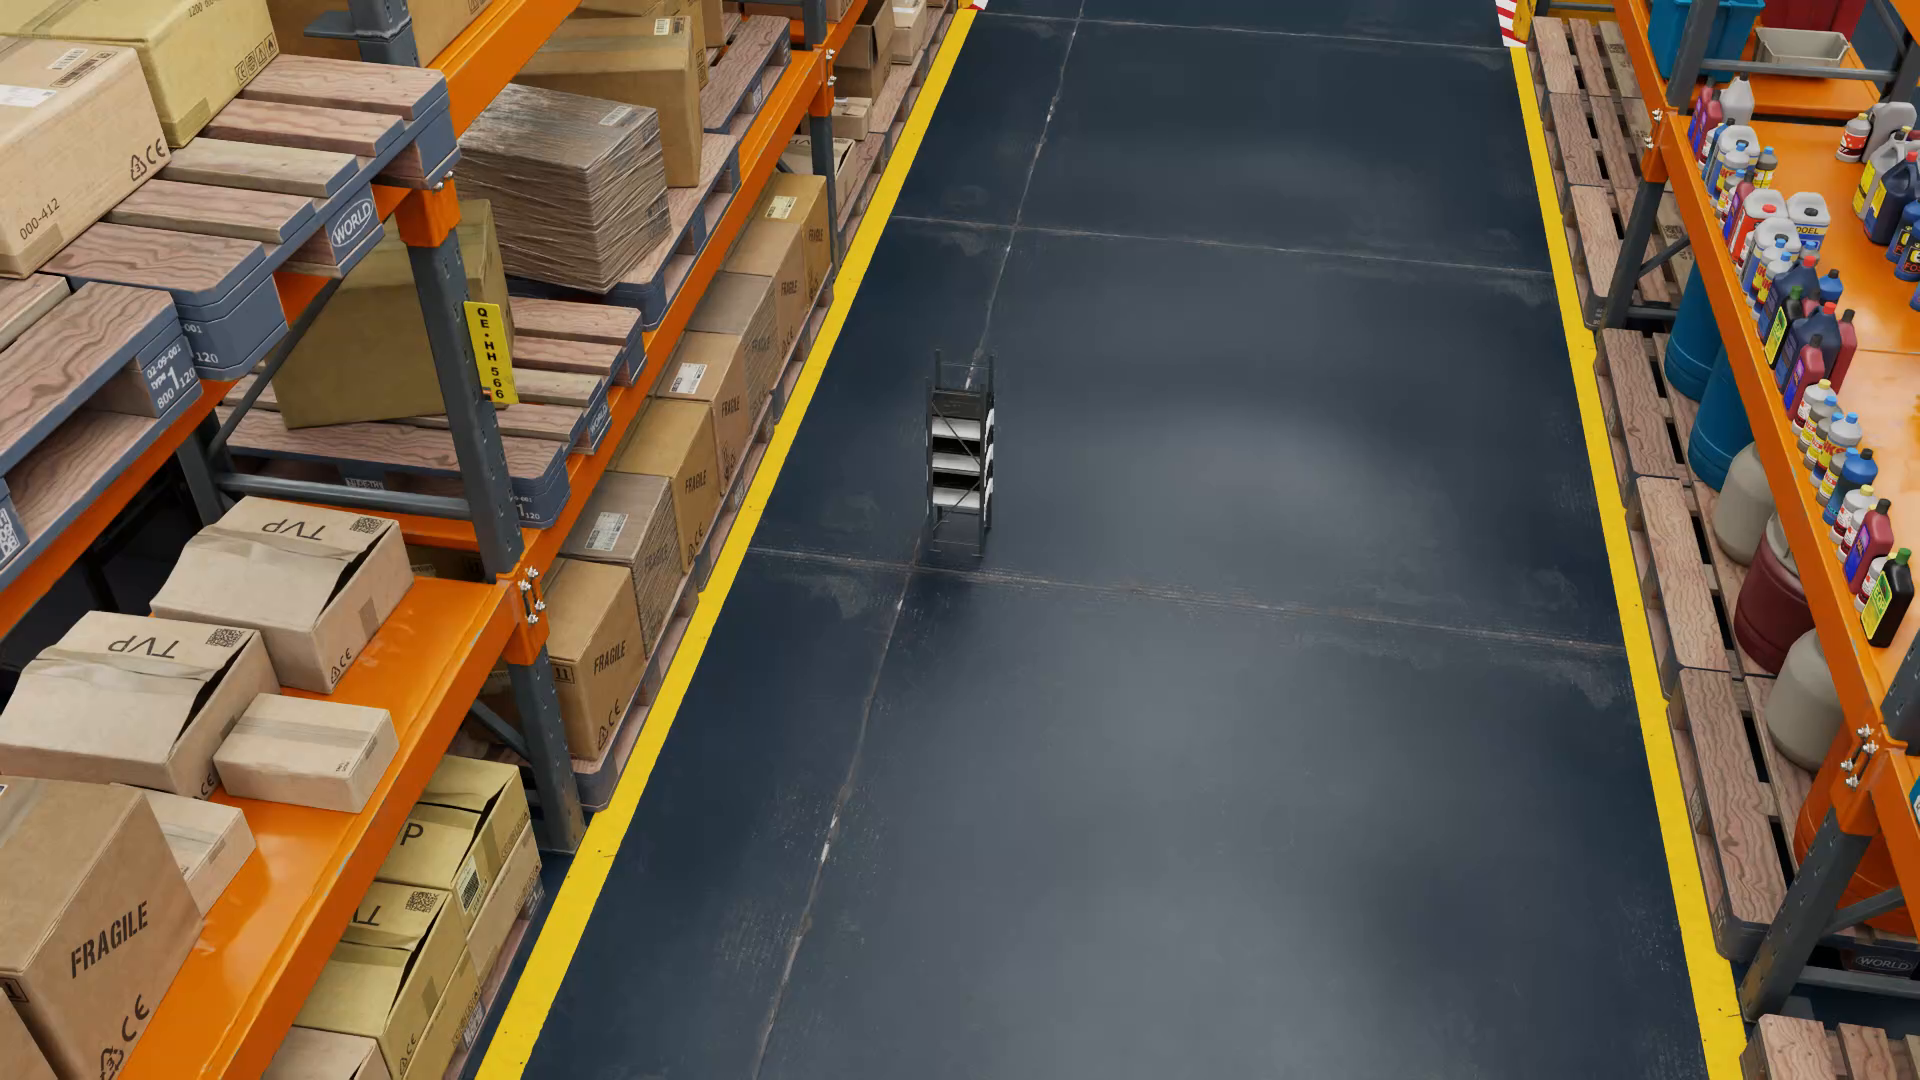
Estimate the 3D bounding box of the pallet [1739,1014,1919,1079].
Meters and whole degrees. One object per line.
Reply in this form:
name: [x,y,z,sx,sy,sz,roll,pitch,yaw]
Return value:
pallet: [2.860,1.976,4.694,1.003,0.211,1.213,6,40,8]

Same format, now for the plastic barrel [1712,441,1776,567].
plastic barrel: [3.305,-0.165,6.719,0.421,0.512,0.421,0,40,0]

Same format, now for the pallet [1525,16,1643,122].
pallet: [4.235,-3.013,10.729,1.003,0.211,1.213,6,40,8]

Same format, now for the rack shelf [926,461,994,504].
rack shelf: [0.001,-0.257,7.048,0.258,0.077,0.200,6,40,8]

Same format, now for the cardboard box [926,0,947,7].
cardboard box: [-0.313,-3.987,11.335,0.500,0.500,0.500,6,40,8]

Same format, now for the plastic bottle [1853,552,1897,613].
plastic bottle: [2.720,0.125,4.901,0.097,0.201,0.097,0,40,0]

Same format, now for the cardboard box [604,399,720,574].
cardboard box: [-1.309,-0.233,6.794,0.500,0.500,0.500,6,40,7]

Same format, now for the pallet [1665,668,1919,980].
pallet: [3.127,0.995,5.881,1.003,0.211,1.213,6,40,8]

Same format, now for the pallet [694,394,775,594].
pallet: [-1.466,-0.282,7.426,1.003,0.211,1.213,6,40,8]

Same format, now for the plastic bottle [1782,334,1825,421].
plastic bottle: [2.880,-0.554,5.657,0.061,0.283,0.133,6,40,8]

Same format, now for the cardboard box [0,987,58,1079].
cardboard box: [-2.211,1.218,3.345,0.500,0.500,0.500,6,40,8]

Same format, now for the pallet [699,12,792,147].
pallet: [-1.400,-2.076,7.557,1.003,0.211,1.213,6,40,8]

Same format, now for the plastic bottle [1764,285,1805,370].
plastic bottle: [2.935,-0.753,5.899,0.061,0.283,0.133,6,40,8]

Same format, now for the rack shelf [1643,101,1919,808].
rack shelf: [3.378,-0.558,6.136,1.077,0.370,4.000,6,40,8]

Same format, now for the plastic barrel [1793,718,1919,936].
plastic barrel: [3.100,0.785,5.320,0.600,0.830,0.708,6,40,8]

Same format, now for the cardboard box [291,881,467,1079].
cardboard box: [-1.778,1.235,4.790,0.500,0.311,0.500,6,40,7]

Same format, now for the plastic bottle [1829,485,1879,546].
plastic bottle: [2.777,-0.081,5.150,0.097,0.201,0.097,0,40,0]

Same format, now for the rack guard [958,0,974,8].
rack guard: [-0.475,-4.139,11.863,1.175,0.500,0.348,6,40,8]

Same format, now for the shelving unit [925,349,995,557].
shelving unit: [0.001,-0.352,6.969,0.258,0.900,0.210,6,40,8]

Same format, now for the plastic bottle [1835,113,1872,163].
plastic bottle: [3.848,-1.733,7.148,0.097,0.201,0.097,0,40,0]

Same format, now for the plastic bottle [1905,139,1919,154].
plastic bottle: [3.911,-1.531,6.845,0.152,0.276,0.135,6,40,8]

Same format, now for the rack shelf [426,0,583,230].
rack shelf: [-1.500,-2.263,5.844,1.077,0.370,4.000,6,40,8]

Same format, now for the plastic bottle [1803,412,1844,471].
plastic bottle: [2.844,-0.326,5.446,0.097,0.201,0.097,0,40,0]

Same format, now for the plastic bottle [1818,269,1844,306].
plastic bottle: [3.130,-0.858,6.035,0.097,0.271,0.097,0,40,0]

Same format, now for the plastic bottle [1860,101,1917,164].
plastic bottle: [3.974,-1.760,7.122,0.152,0.276,0.135,6,40,8]

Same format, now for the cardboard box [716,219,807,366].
cardboard box: [-1.051,-1.195,7.958,0.500,0.500,0.500,7,40,8]

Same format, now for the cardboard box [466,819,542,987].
cardboard box: [-1.697,1.126,5.362,0.500,0.250,0.500,7,40,9]

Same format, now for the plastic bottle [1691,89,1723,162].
plastic bottle: [3.217,-1.779,7.139,0.061,0.283,0.133,6,40,8]

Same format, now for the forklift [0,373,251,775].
forklift: [-3.531,-0.697,5.793,1.130,2.935,3.031,9,40,11]

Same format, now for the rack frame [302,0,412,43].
rack frame: [-1.846,-2.441,3.140,1.000,3.000,0.127,6,40,8]

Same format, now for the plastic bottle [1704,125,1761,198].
plastic bottle: [3.206,-1.565,6.886,0.152,0.276,0.135,6,40,8]

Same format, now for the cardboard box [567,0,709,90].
cardboard box: [-1.513,-2.129,7.062,0.700,0.500,0.500,12,41,15]

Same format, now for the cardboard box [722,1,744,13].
cardboard box: [-1.320,-3.020,8.470,0.500,0.500,0.500,7,40,8]

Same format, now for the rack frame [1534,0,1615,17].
rack frame: [4.416,-4.601,10.461,1.000,3.000,0.127,6,40,8]

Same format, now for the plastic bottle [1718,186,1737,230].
plastic bottle: [3.125,-1.344,6.678,0.097,0.201,0.097,0,40,0]

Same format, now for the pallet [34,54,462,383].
pallet: [-1.875,-0.777,3.629,1.213,0.211,1.003,8,40,10]

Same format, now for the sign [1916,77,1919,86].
sign: [4.266,-2.136,7.262,0.100,0.325,0.005,6,40,8]

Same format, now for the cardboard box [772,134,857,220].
cardboard box: [-0.868,-2.012,9.095,0.500,0.311,0.500,6,40,8]

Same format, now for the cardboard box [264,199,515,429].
cardboard box: [-1.848,-0.737,5.379,0.700,0.500,0.500,-6,40,-7]

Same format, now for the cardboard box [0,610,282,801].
cardboard box: [-2.192,0.445,4.427,0.500,0.311,0.500,6,40,7]

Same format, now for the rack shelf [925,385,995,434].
rack shelf: [0.001,-0.534,6.819,0.258,0.077,0.200,6,40,8]

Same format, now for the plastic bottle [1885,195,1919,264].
plastic bottle: [3.698,-1.215,6.466,0.097,0.271,0.097,0,40,0]

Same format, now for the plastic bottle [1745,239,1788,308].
plastic bottle: [3.021,-0.996,6.202,0.097,0.271,0.097,0,40,0]

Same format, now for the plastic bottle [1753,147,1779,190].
plastic bottle: [3.332,-1.534,6.907,0.097,0.201,0.097,0,40,0]

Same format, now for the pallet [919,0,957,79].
pallet: [-0.612,-3.527,11.350,1.003,0.211,1.213,6,40,8]

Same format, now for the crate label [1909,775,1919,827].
crate label: [2.590,0.707,4.172,0.303,0.233,0.416,6,40,8]

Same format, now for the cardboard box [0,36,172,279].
cardboard box: [-1.942,-0.767,3.258,0.500,0.250,0.500,7,40,9]
